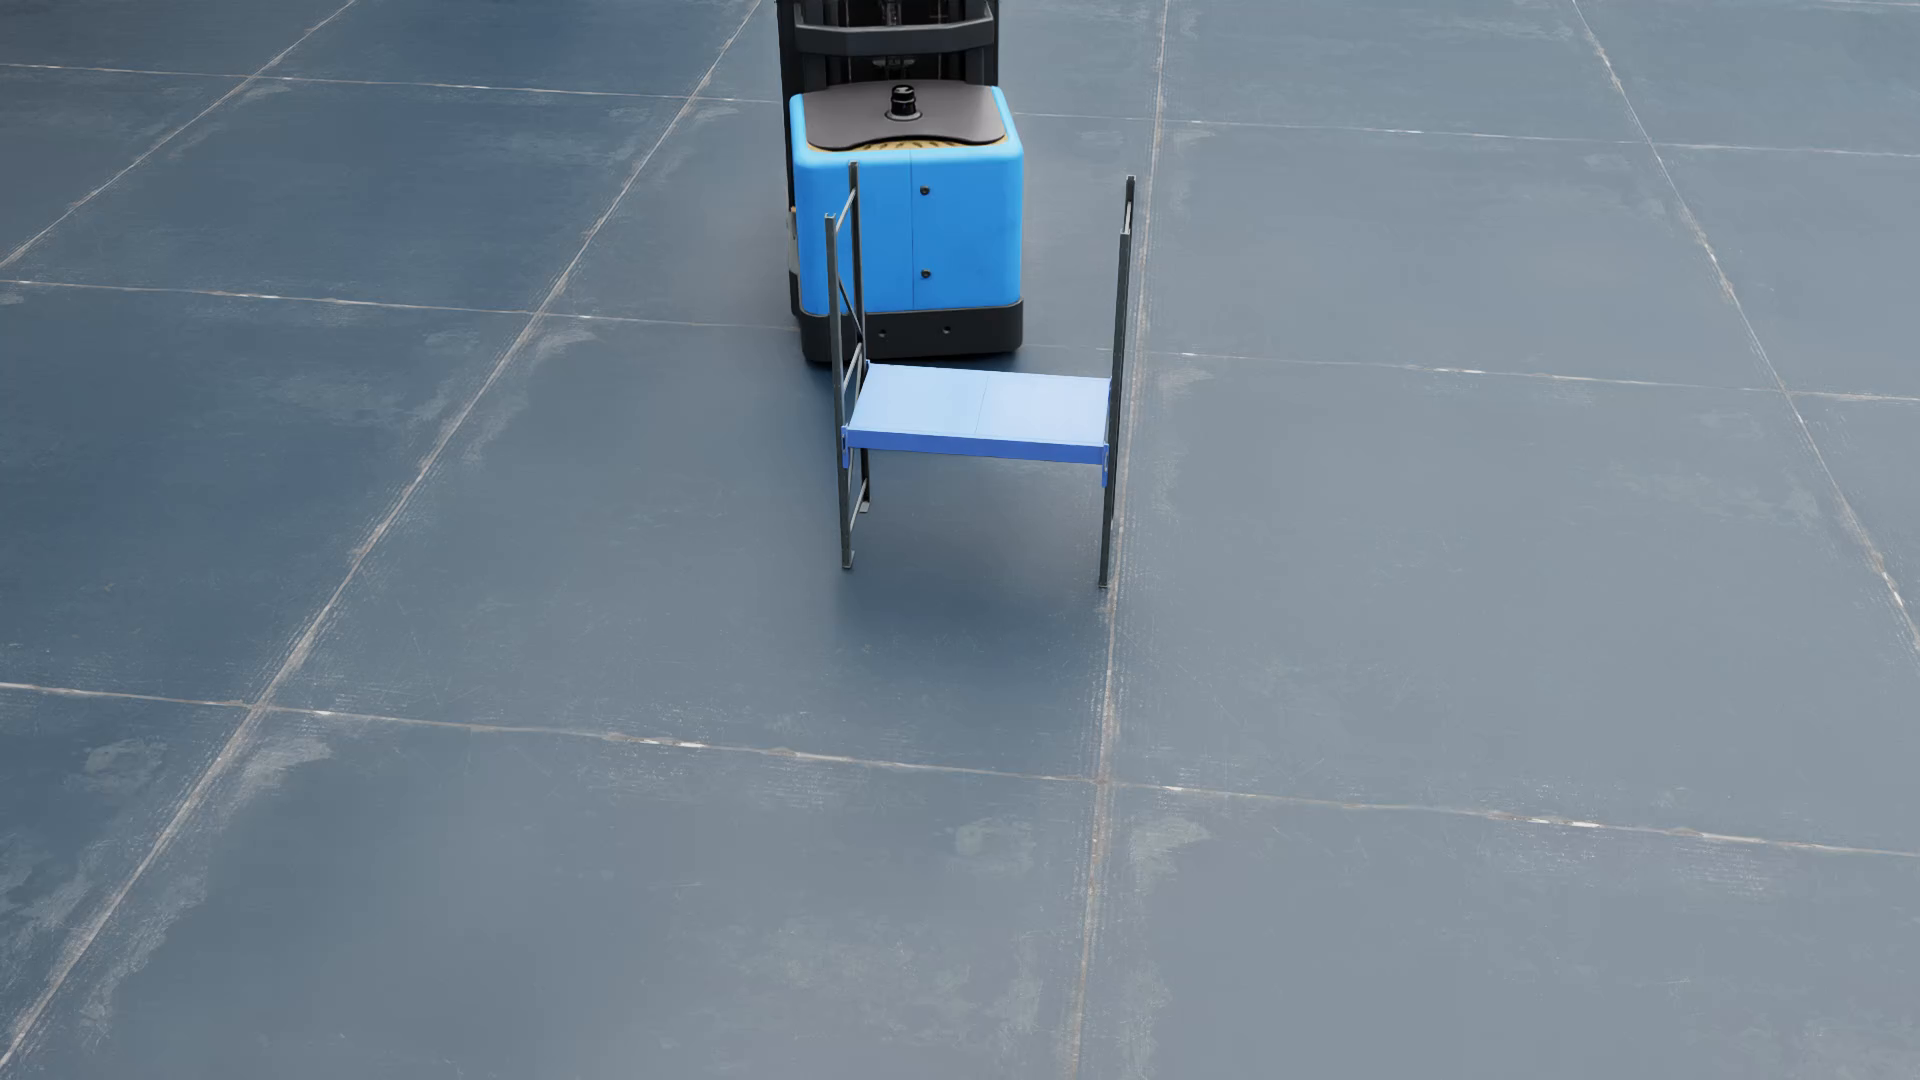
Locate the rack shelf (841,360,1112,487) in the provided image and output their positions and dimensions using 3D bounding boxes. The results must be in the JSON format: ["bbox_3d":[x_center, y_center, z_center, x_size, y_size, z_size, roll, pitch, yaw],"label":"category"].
[{"bbox_3d":[0.085,-0.458,6.410,1.000,0.185,0.538,4,36,6],"label":"rack shelf"}]

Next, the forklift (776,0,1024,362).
[{"bbox_3d":[-0.380,-2.871,8.250,1.130,2.935,3.031,-4,36,-5],"label":"forklift"}]

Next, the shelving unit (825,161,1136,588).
[{"bbox_3d":[0.085,-0.604,6.305,1.048,1.500,0.538,4,36,6],"label":"shelving unit"}]

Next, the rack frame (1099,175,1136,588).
[{"bbox_3d":[0.589,-0.567,6.253,0.032,1.500,0.500,4,36,6],"label":"rack frame"}]

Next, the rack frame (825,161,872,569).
[{"bbox_3d":[-0.420,-0.642,6.358,0.032,1.500,0.500,4,36,6],"label":"rack frame"}]
